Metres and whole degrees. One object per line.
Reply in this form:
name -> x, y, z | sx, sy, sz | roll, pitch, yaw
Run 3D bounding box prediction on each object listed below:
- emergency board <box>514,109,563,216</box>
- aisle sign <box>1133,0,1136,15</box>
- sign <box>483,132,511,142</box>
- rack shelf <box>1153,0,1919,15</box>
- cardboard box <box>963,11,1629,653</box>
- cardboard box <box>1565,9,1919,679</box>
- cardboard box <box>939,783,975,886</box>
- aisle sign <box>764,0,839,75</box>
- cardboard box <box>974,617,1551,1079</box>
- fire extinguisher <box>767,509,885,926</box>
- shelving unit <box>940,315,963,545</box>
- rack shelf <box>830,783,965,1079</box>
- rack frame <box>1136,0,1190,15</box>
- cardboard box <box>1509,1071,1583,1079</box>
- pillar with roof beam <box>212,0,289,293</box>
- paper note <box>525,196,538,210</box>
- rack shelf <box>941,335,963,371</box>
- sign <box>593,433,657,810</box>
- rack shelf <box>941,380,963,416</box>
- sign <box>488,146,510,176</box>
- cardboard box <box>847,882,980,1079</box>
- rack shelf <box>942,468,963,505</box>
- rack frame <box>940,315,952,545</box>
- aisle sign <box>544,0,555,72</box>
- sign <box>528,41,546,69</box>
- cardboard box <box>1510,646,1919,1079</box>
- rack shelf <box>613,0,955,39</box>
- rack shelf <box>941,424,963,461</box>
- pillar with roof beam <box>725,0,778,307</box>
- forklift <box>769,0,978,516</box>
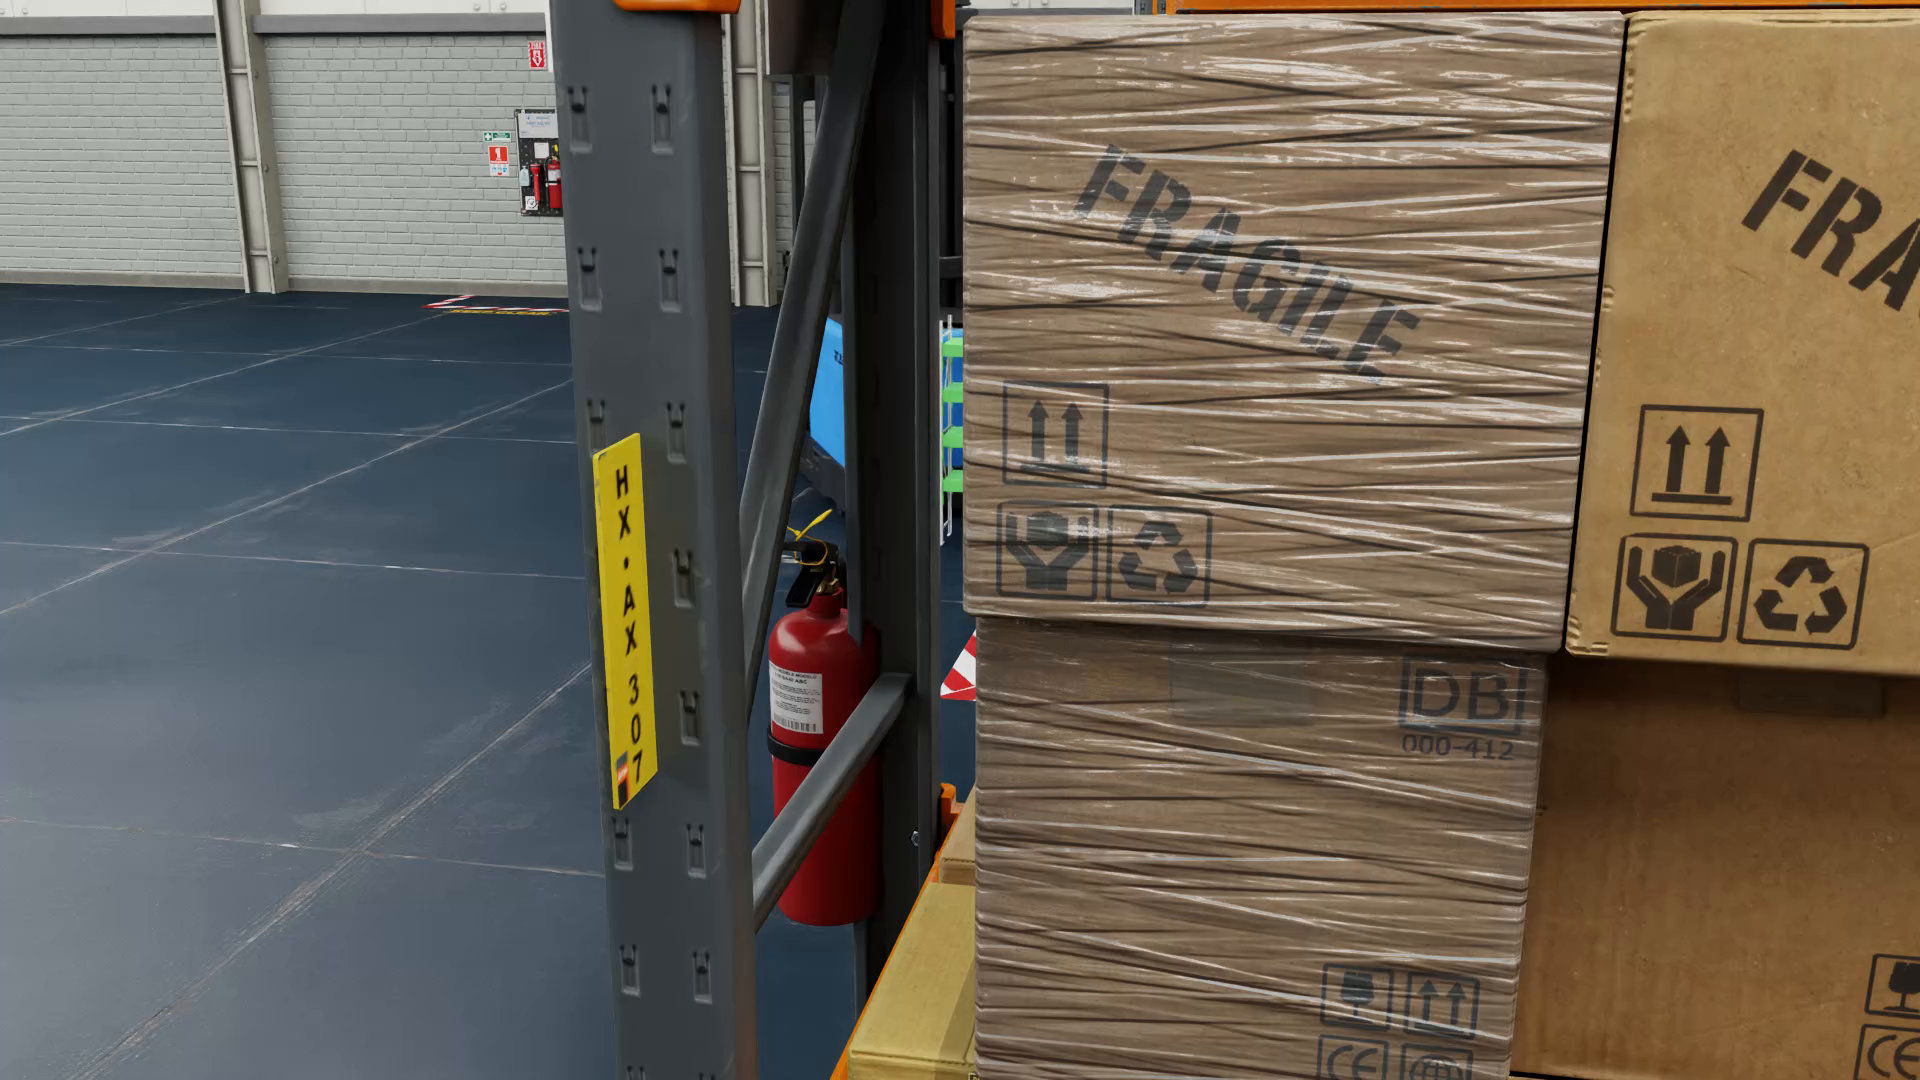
emergency board -> -4.663, -4.189, 18.495 | 0.643, 1.169, 0.194 | 3, 16, 11
aisle sign -> 0.669, -2.128, 6.184 | 0.004, 0.787, 0.394 | 3, 16, 11
sign -> -5.182, -4.515, 18.614 | 0.331, 0.109, 0.001 | 3, 16, 11
rack shelf -> 2.758, -1.940, 6.105 | 4.000, 0.370, 1.077 | 3, 16, 11
cardboard box -> 0.296, -0.225, 1.567 | 0.500, 0.500, 0.500 | 3, 16, 11
cardboard box -> 0.784, -0.196, 1.464 | 0.500, 0.500, 0.500 | 3, 16, 11
cardboard box -> 0.132, 0.430, 2.290 | 0.250, 0.149, 0.380 | 3, 16, 11
aisle sign -> -0.190, -0.987, 2.065 | 0.004, 0.787, 0.394 | 3, 16, 11
cardboard box -> 0.345, 0.193, 1.932 | 0.500, 0.500, 0.875 | 3, 16, 11
fire extinguisher -> -0.209, 0.259, 2.584 | 0.183, 0.674, 0.296 | 3, 16, 11
shelving unit -> 0.162, -0.569, 8.800 | 0.503, 1.200, 0.258 | 3, 16, 11
rack shelf -> 1.771, 0.801, 1.828 | 4.000, 0.370, 1.077 | 3, 16, 11
rack frame -> 0.798, -0.948, 6.794 | 0.127, 3.000, 1.000 | 3, 16, 11
cardboard box -> 0.526, 0.582, 1.742 | 0.250, 0.149, 0.380 | 3, 16, 11
pillar with roof beam -> -8.986, -6.132, 14.271 | 0.400, 9.000, 9.100 | 3, 16, 11
paper note -> -4.823, -3.792, 18.712 | 0.142, 0.148, 0.016 | 3, 16, 11
rack shelf -> 0.162, -0.970, 8.689 | 0.480, 0.148, 0.258 | 3, 16, 11
sign -> -0.297, 0.073, 1.488 | 0.005, 0.325, 0.100 | 3, 16, 11
rack shelf -> 0.162, -0.739, 8.753 | 0.480, 0.148, 0.258 | 3, 16, 11
sign -> -5.184, -4.263, 18.694 | 0.234, 0.329, 0.001 | 3, 16, 11
cardboard box -> 0.043, 0.547, 1.870 | 0.250, 0.149, 0.380 | 3, 16, 11
rack shelf -> 0.162, -0.277, 8.881 | 0.480, 0.148, 0.258 | 3, 16, 11
rack frame -> -0.077, -0.582, 8.847 | 0.015, 1.200, 0.240 | 3, 16, 11
aisle sign -> -0.309, -0.830, 1.498 | 0.004, 0.787, 0.394 | 3, 16, 11
sign -> -4.651, -5.333, 18.281 | 0.199, 0.298, 0.001 | 3, 16, 11
cardboard box -> 0.859, 0.188, 1.949 | 0.500, 0.500, 0.875 | 3, 16, 11
rack shelf -> 1.771, -0.644, 1.428 | 4.000, 0.370, 1.077 | 3, 16, 11
rack shelf -> 0.162, -0.508, 8.817 | 0.480, 0.148, 0.258 | 3, 16, 11
pillar with roof beam -> -3.107, -5.812, 13.118 | 0.400, 9.000, 9.100 | 3, 16, 11
forklift -> -0.547, -1.897, 10.352 | 1.130, 2.935, 3.031 | -5, 16, -16
